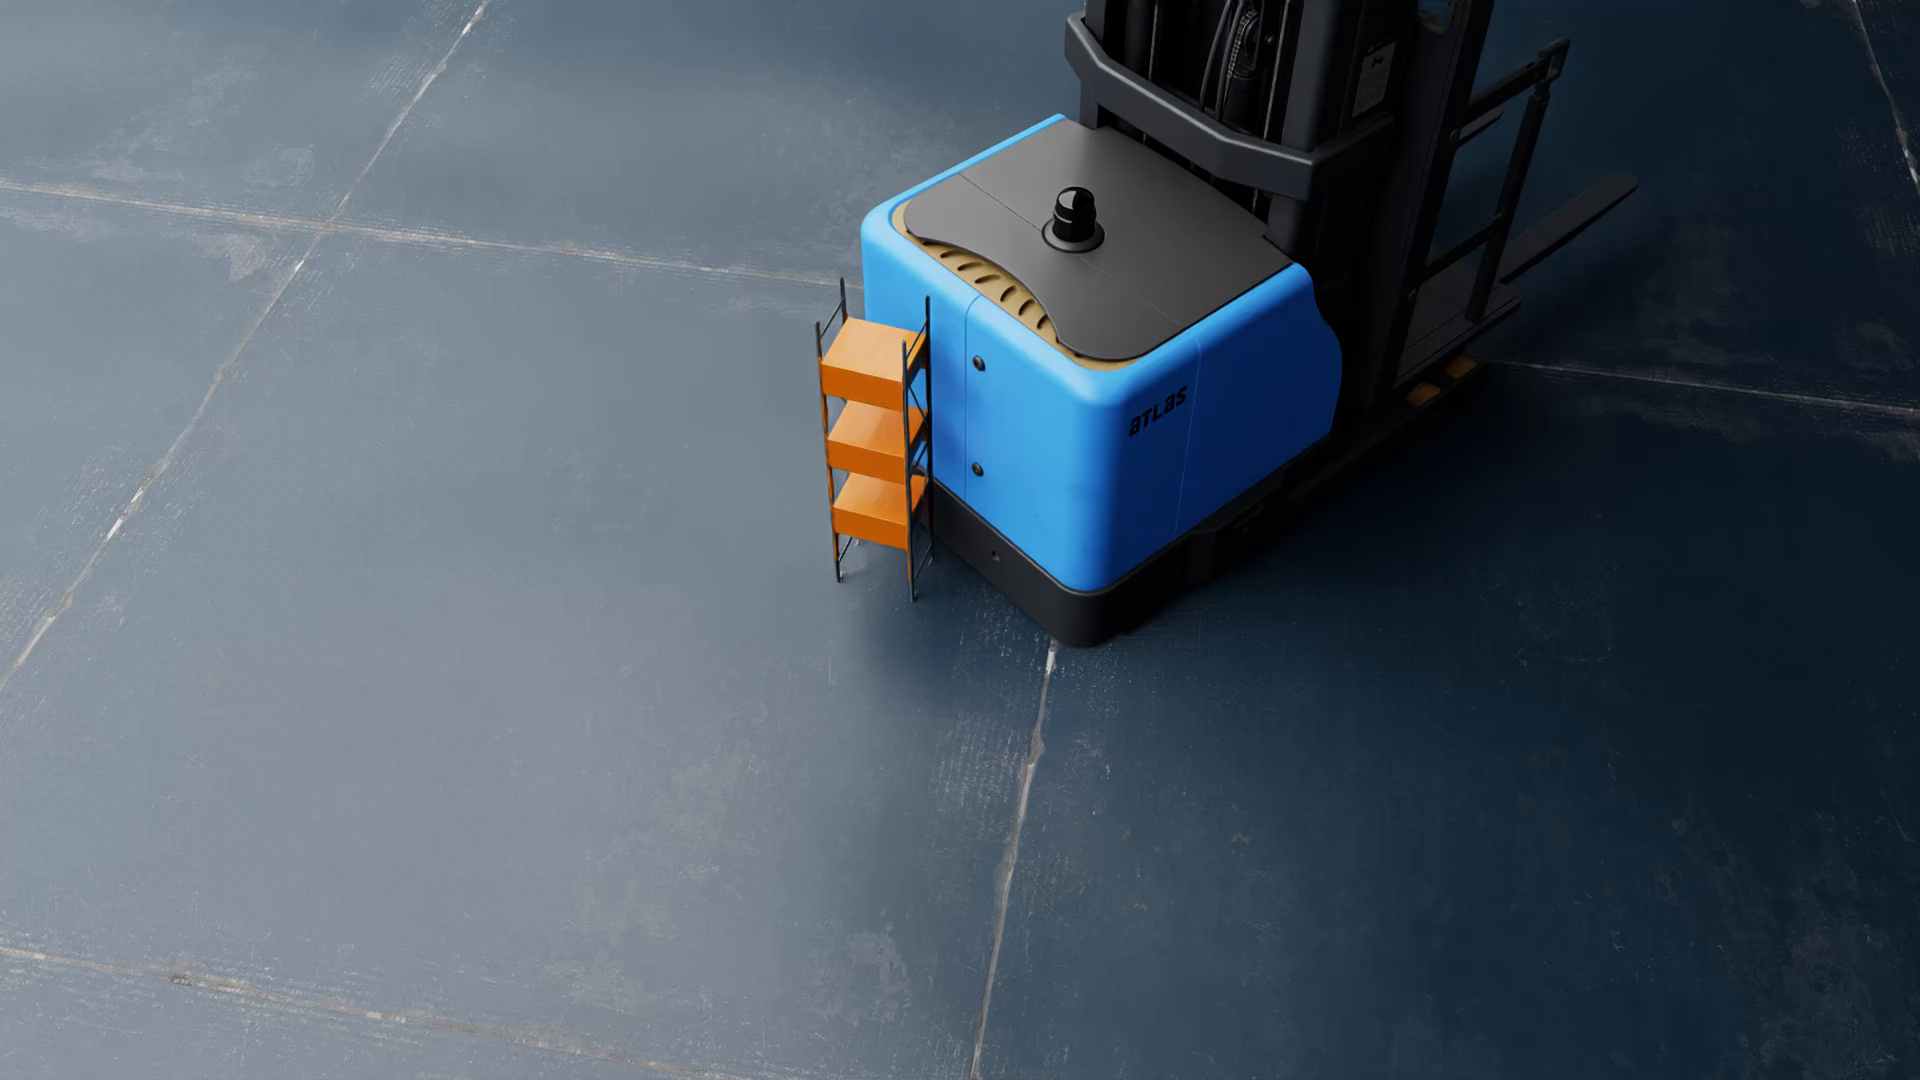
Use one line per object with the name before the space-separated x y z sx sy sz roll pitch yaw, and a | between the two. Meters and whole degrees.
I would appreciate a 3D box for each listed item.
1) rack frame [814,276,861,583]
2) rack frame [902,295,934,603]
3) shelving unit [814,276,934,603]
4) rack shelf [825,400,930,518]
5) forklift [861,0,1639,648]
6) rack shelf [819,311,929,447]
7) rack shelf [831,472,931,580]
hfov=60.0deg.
rack frame | -0.347 -0.288 4.803 0.008 1.050 0.200 14 50 12
rack frame | -0.116 -0.230 4.751 0.008 1.050 0.200 14 50 12
shelving unit | -0.231 -0.259 4.777 0.252 1.050 0.215 14 50 12
rack shelf | -0.231 -0.252 4.785 0.240 0.259 0.215 14 50 12
forklift | 1.151 -1.614 4.730 3.031 2.935 1.130 -33 56 -26
rack shelf | -0.231 -0.442 4.574 0.240 0.259 0.215 14 50 12
rack shelf | -0.231 -0.066 4.992 0.240 0.259 0.215 14 50 12
